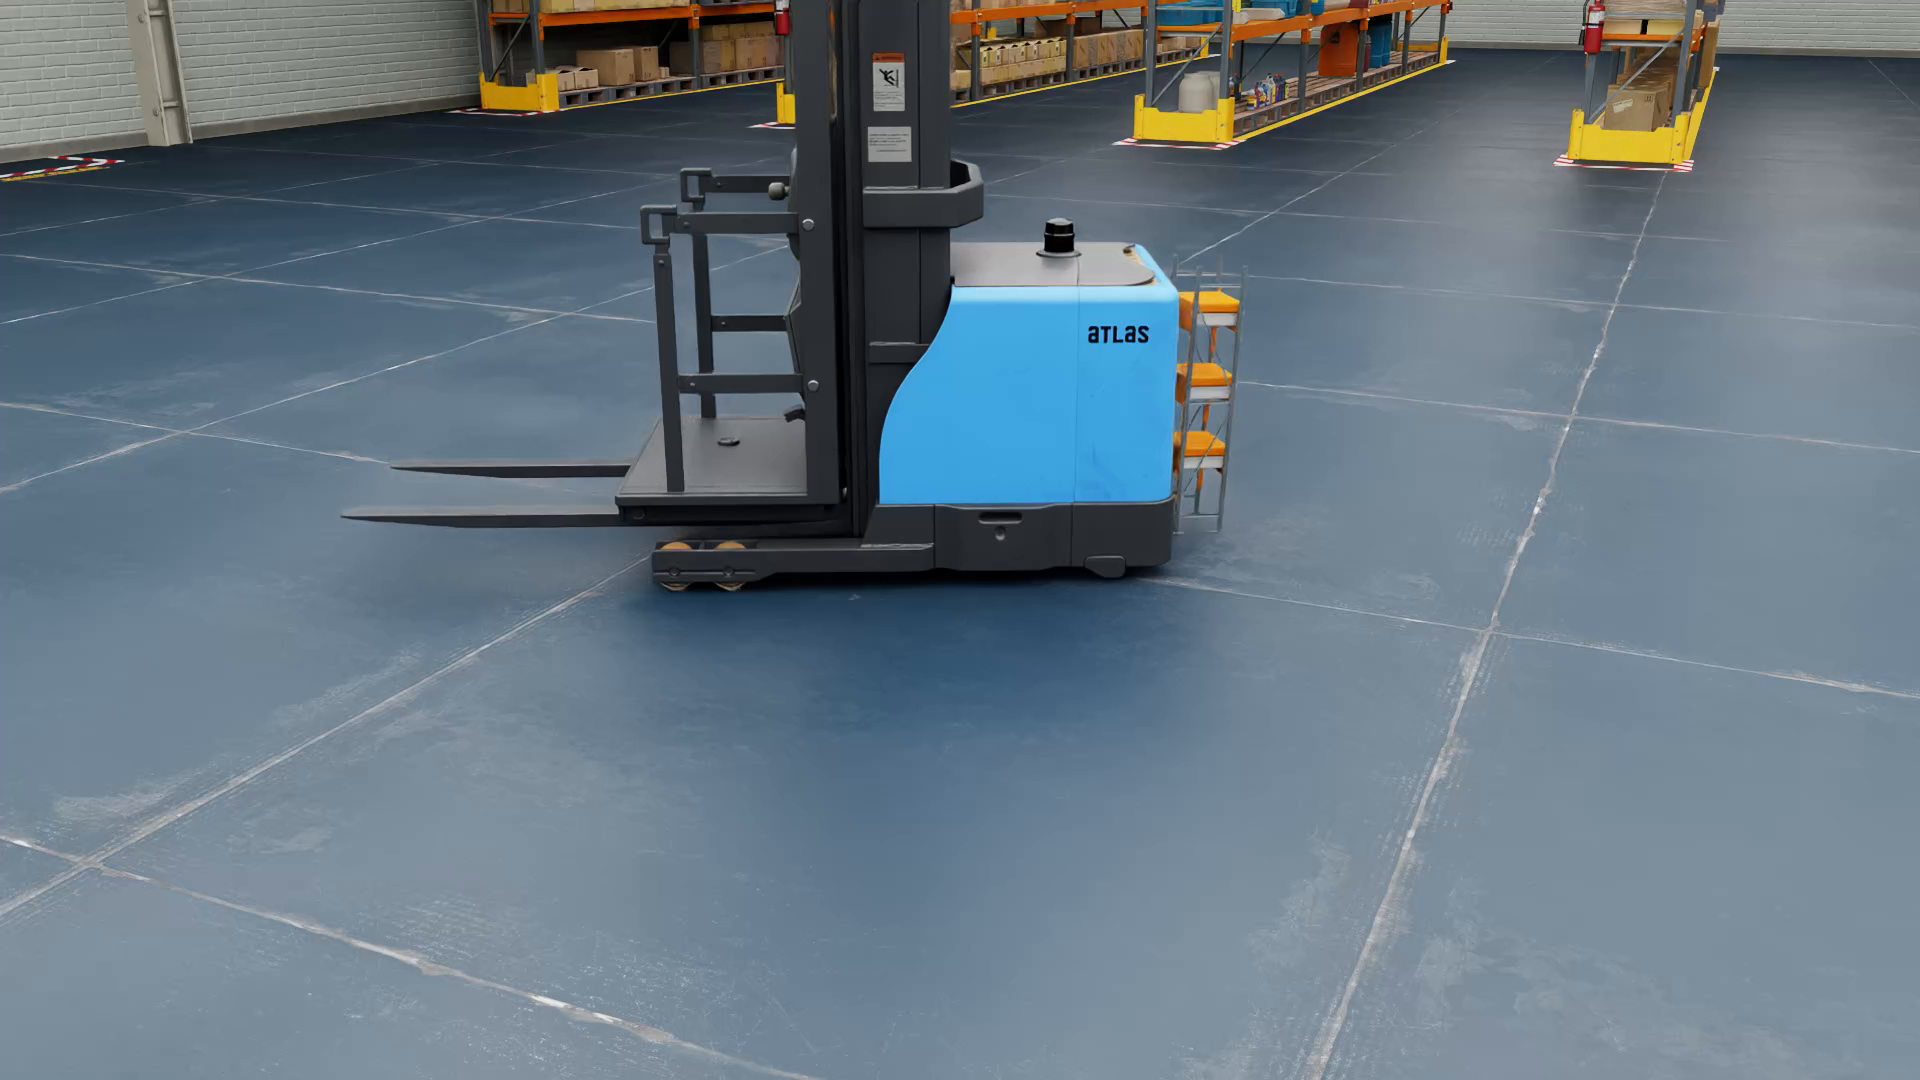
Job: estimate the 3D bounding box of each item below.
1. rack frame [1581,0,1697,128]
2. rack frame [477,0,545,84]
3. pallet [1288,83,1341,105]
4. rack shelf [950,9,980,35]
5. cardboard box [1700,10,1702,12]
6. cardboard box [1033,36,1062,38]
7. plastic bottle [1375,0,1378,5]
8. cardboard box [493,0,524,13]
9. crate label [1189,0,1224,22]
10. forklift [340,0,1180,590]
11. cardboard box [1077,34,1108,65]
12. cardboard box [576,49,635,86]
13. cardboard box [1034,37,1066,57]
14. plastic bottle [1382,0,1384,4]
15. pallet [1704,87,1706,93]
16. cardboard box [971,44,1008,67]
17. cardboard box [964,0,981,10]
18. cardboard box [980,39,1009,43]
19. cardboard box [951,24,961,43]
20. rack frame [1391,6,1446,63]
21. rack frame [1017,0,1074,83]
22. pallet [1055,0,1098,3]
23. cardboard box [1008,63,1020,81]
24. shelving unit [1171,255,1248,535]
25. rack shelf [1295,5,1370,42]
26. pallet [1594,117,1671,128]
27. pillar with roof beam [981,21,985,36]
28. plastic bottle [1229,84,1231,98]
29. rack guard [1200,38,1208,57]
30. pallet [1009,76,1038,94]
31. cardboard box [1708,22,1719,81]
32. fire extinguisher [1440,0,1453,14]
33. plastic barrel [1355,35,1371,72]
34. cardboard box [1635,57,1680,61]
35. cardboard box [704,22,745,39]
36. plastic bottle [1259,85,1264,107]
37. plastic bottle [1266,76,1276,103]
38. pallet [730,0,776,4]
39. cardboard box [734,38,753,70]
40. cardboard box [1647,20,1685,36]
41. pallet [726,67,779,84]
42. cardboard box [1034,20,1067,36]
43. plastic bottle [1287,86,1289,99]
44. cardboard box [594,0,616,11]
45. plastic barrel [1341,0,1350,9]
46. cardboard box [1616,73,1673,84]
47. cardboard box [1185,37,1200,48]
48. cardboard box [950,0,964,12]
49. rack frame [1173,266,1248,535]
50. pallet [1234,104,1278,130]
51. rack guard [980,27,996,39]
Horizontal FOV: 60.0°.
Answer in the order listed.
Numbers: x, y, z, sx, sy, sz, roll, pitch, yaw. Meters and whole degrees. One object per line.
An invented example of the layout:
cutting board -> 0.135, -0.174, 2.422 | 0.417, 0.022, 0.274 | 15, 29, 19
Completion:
rack frame -> 7.218, -5.539, 17.568 | 1.000, 3.000, 0.127 | 9, 21, 23
rack frame -> -6.339, -7.578, 23.301 | 1.000, 3.000, 0.127 | 9, 21, 23
pallet -> 5.122, -6.747, 25.126 | 1.003, 0.211, 1.213 | 9, 21, 23
rack shelf -> -0.999, -7.172, 23.233 | 1.077, 0.370, 4.000 | 9, 21, 23
cardboard box -> 9.036, -6.537, 20.750 | 0.380, 0.149, 0.250 | 9, 21, 23
cardboard box -> 1.627, -8.693, 29.509 | 0.500, 0.500, 0.500 | 9, 22, 25
plastic bottle -> 6.828, -8.944, 27.315 | 0.061, 0.283, 0.133 | 9, 21, 23
cardboard box -> -6.324, -7.686, 23.799 | 0.500, 0.250, 0.500 | 9, 21, 23
crate label -> 3.207, -6.835, 21.159 | 0.502, 0.435, 0.616 | 9, 21, 23
forklift -> -0.750, -1.382, 5.981 | 3.031, 2.935, 1.130 | 0, 20, -1
cardboard box -> 2.324, -8.788, 29.777 | 0.500, 0.500, 0.500 | 8, 21, 22
cardboard box -> -5.394, -7.198, 25.307 | 0.700, 0.500, 0.500 | 7, 21, 19
cardboard box -> 1.468, -8.318, 28.021 | 0.500, 0.311, 0.500 | 9, 22, 24
plastic bottle -> 7.016, -9.118, 27.815 | 0.152, 0.276, 0.135 | 9, 21, 23
pallet -> 11.387, -7.273, 26.605 | 1.003, 0.211, 1.213 | 9, 21, 23
cardboard box -> 0.426, -7.533, 25.815 | 0.500, 0.311, 0.500 | 8, 21, 22
cardboard box -> -0.018, -8.208, 25.296 | 0.500, 0.250, 0.500 | 10, 22, 26
cardboard box -> 0.557, -8.075, 27.337 | 0.500, 0.311, 0.500 | 8, 21, 21
cardboard box -> -0.392, -10.955, 35.900 | 0.700, 0.500, 0.500 | 8, 21, 21
rack frame -> 9.251, -11.110, 33.232 | 1.000, 3.000, 0.127 | 9, 21, 23
rack frame -> 1.458, -9.345, 28.269 | 1.000, 3.000, 0.127 | 9, 21, 23
pallet -> 1.672, -9.472, 28.911 | 1.213, 0.211, 1.003 | 9, 21, 23
cardboard box -> 0.631, -7.429, 26.358 | 0.500, 0.250, 0.500 | 8, 21, 21
shelving unit -> 0.924, -0.562, 6.468 | 0.215, 1.050, 0.252 | -2, 20, -14
rack shelf -> 5.157, -7.714, 24.756 | 1.077, 0.370, 4.000 | 9, 21, 23
pallet -> 8.115, -4.864, 19.830 | 1.003, 0.211, 1.213 | 9, 21, 23
pillar with roof beam -> 4.457, -15.649, 37.042 | 9.100, 9.000, 0.400 | 9, 21, 23
plastic bottle -> 3.522, -5.975, 22.203 | 0.152, 0.276, 0.135 | 9, 21, 23
rack guard -> 4.703, -10.590, 35.500 | 1.175, 0.500, 0.348 | 9, 21, 23
pallet -> 0.584, -7.413, 26.999 | 1.003, 0.211, 1.213 | 9, 21, 23
cardboard box -> 11.168, -7.661, 26.078 | 1.225, 0.875, 0.875 | 9, 21, 23
fire extinguisher -> 9.728, -10.881, 33.261 | 0.296, 0.674, 0.183 | 9, 21, 23
plastic barrel -> 6.623, -8.223, 28.087 | 0.600, 0.588, 0.708 | 9, 21, 23
cardboard box -> 9.797, -6.461, 23.234 | 0.700, 0.500, 0.500 | 11, 22, 27
cardboard box -> -4.028, -8.706, 28.426 | 0.500, 0.250, 0.500 | 8, 21, 21
plastic bottle -> 3.908, -5.787, 21.681 | 0.097, 0.271, 0.097 | 0, 20, 0
plastic bottle -> 4.126, -6.007, 22.180 | 0.144, 0.351, 0.185 | 8, 21, 22
pallet -> -3.836, -9.323, 28.492 | 1.003, 0.211, 1.213 | 9, 21, 23
cardboard box -> -4.003, -8.373, 28.610 | 0.700, 0.500, 0.500 | 9, 21, 23
cardboard box -> 7.552, -5.475, 17.763 | 0.380, 0.149, 0.250 | 9, 21, 23
pallet -> -3.885, -8.100, 28.929 | 1.003, 0.211, 1.213 | 9, 21, 23
cardboard box -> 1.646, -9.064, 29.433 | 0.500, 0.250, 0.500 | 9, 22, 25
plastic bottle -> 4.473, -6.177, 22.880 | 0.097, 0.201, 0.097 | 0, 20, 0
cardboard box -> -5.436, -7.938, 24.507 | 0.500, 0.250, 0.500 | 8, 21, 22
plastic barrel -> 5.749, -8.373, 25.370 | 0.421, 0.512, 0.421 | 0, 20, 0
cardboard box -> 8.428, -5.489, 20.531 | 0.500, 0.500, 0.500 | 17, 26, 40
cardboard box -> 4.736, -10.620, 34.929 | 0.500, 0.500, 0.500 | 9, 21, 23
cardboard box -> -0.356, -8.033, 24.431 | 0.700, 0.500, 0.500 | 8, 21, 21
rack frame -> 0.954, -0.522, 6.357 | 0.200, 1.050, 0.008 | -2, 20, -14
pallet -> 3.526, -5.554, 21.770 | 1.003, 0.211, 1.213 | 9, 21, 23
rack guard -> 0.223, -11.299, 37.494 | 1.175, 0.500, 0.348 | 9, 21, 23
